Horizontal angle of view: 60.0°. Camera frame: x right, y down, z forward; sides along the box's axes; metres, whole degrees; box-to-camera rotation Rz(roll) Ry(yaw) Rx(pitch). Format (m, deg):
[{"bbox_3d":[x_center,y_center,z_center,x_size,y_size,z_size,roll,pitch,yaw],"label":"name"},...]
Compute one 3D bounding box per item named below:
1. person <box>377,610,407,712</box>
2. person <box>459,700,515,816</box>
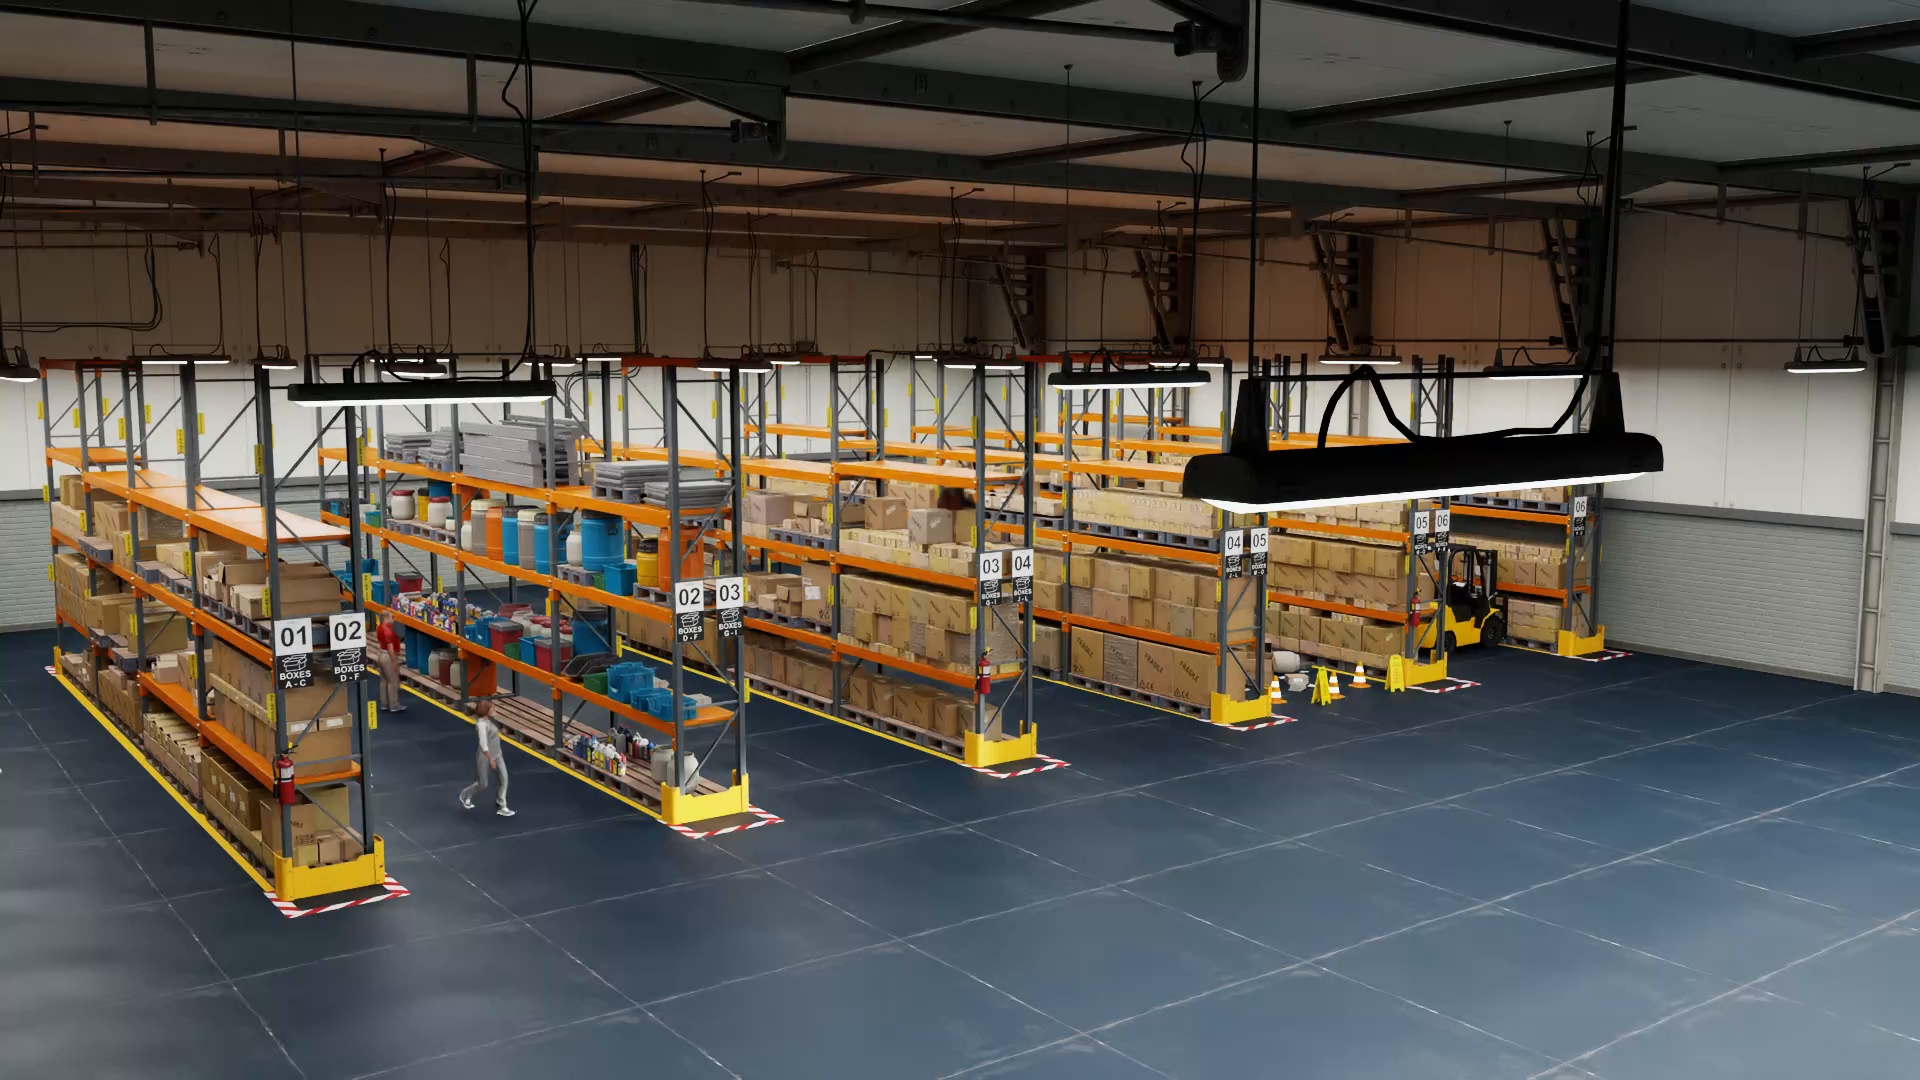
[{"bbox_3d":[-9.716,2.054,28.408,0.427,1.727,0.606,-5,9,-37],"label":"person"},{"bbox_3d":[-6.335,2.895,22.182,0.805,1.548,0.401,4,8,30],"label":"person"}]
